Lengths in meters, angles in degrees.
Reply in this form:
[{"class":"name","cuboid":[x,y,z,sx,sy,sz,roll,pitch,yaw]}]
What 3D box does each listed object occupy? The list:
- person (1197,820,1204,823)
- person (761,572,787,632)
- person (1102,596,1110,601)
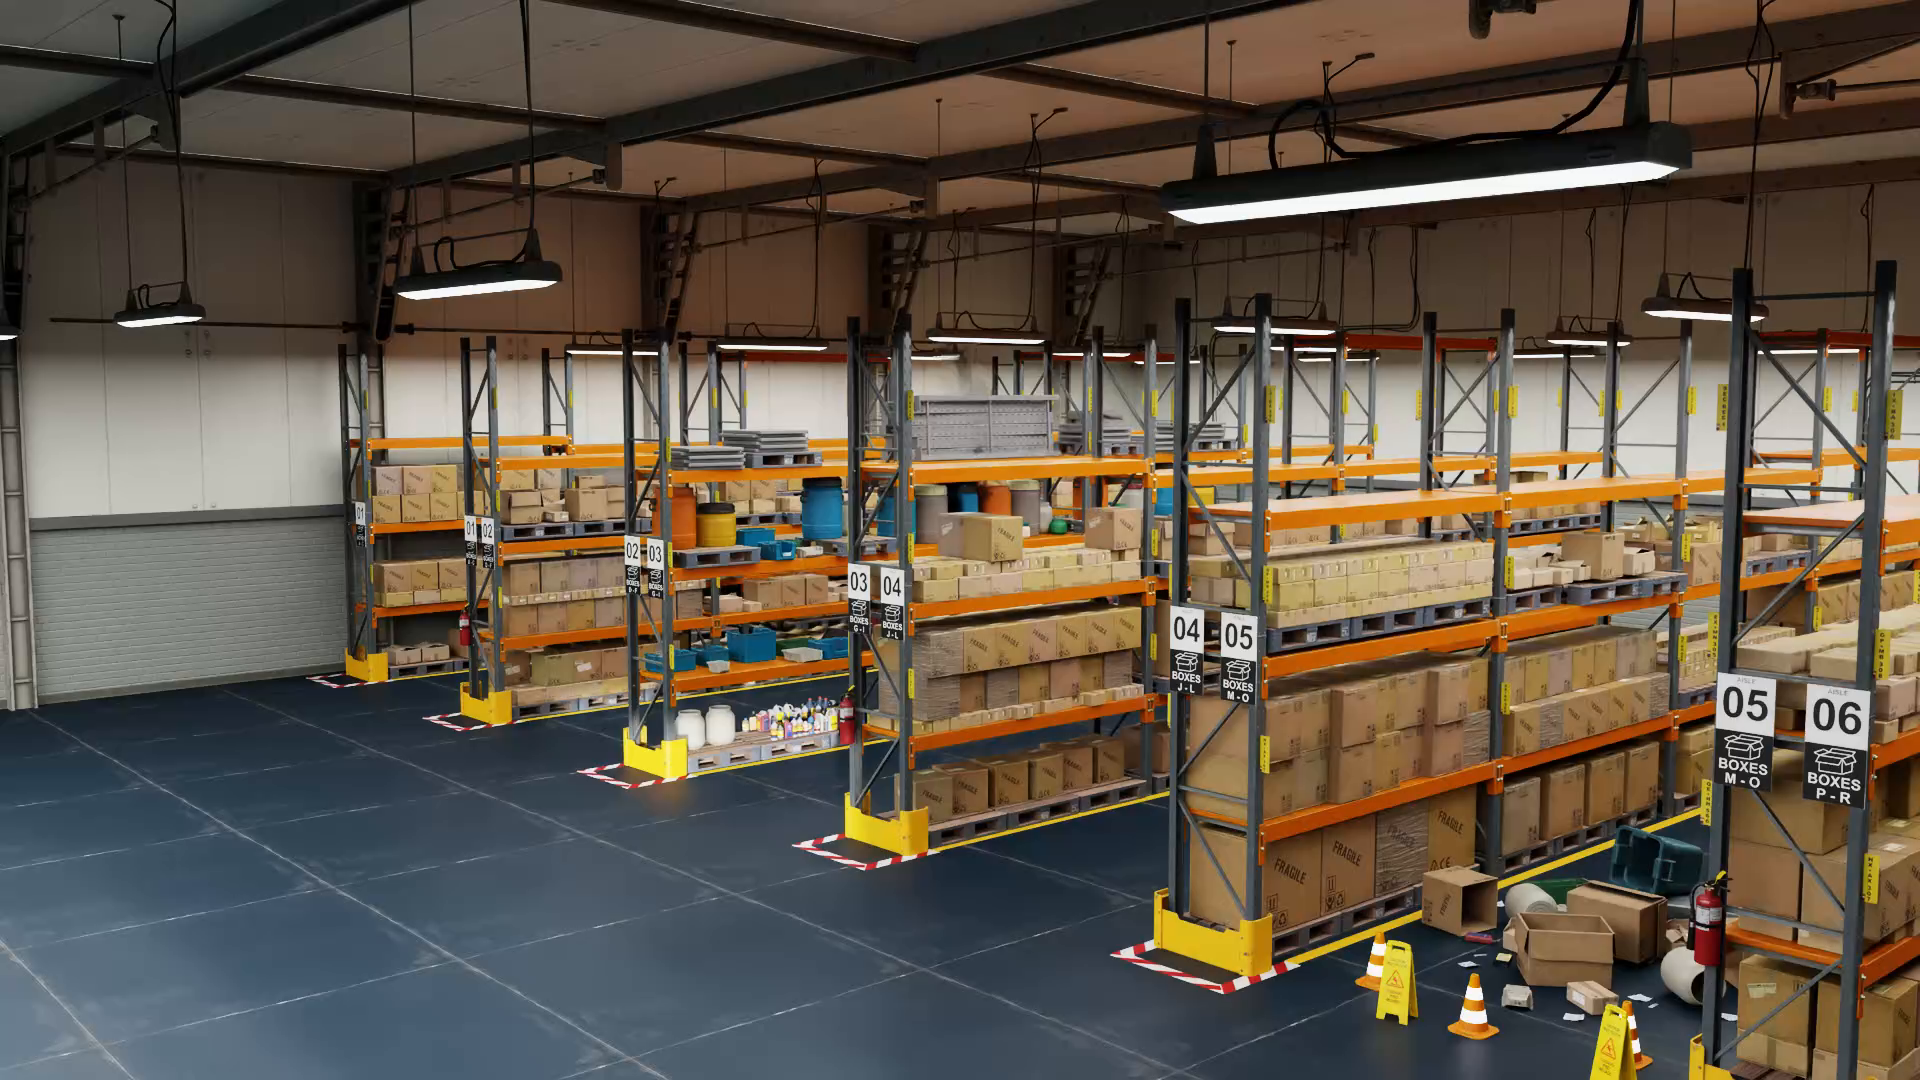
[{"class":"person","cuboid":[2.709,2.704,17.767,0.703,1.729,0.650,5,7,44]},{"class":"person","cuboid":[-3.675,1.331,32.966,0.678,1.745,0.804,3,6,34]},{"class":"person","cuboid":[2.751,1.446,32.679,0.556,1.648,1.084,5,7,43]}]
